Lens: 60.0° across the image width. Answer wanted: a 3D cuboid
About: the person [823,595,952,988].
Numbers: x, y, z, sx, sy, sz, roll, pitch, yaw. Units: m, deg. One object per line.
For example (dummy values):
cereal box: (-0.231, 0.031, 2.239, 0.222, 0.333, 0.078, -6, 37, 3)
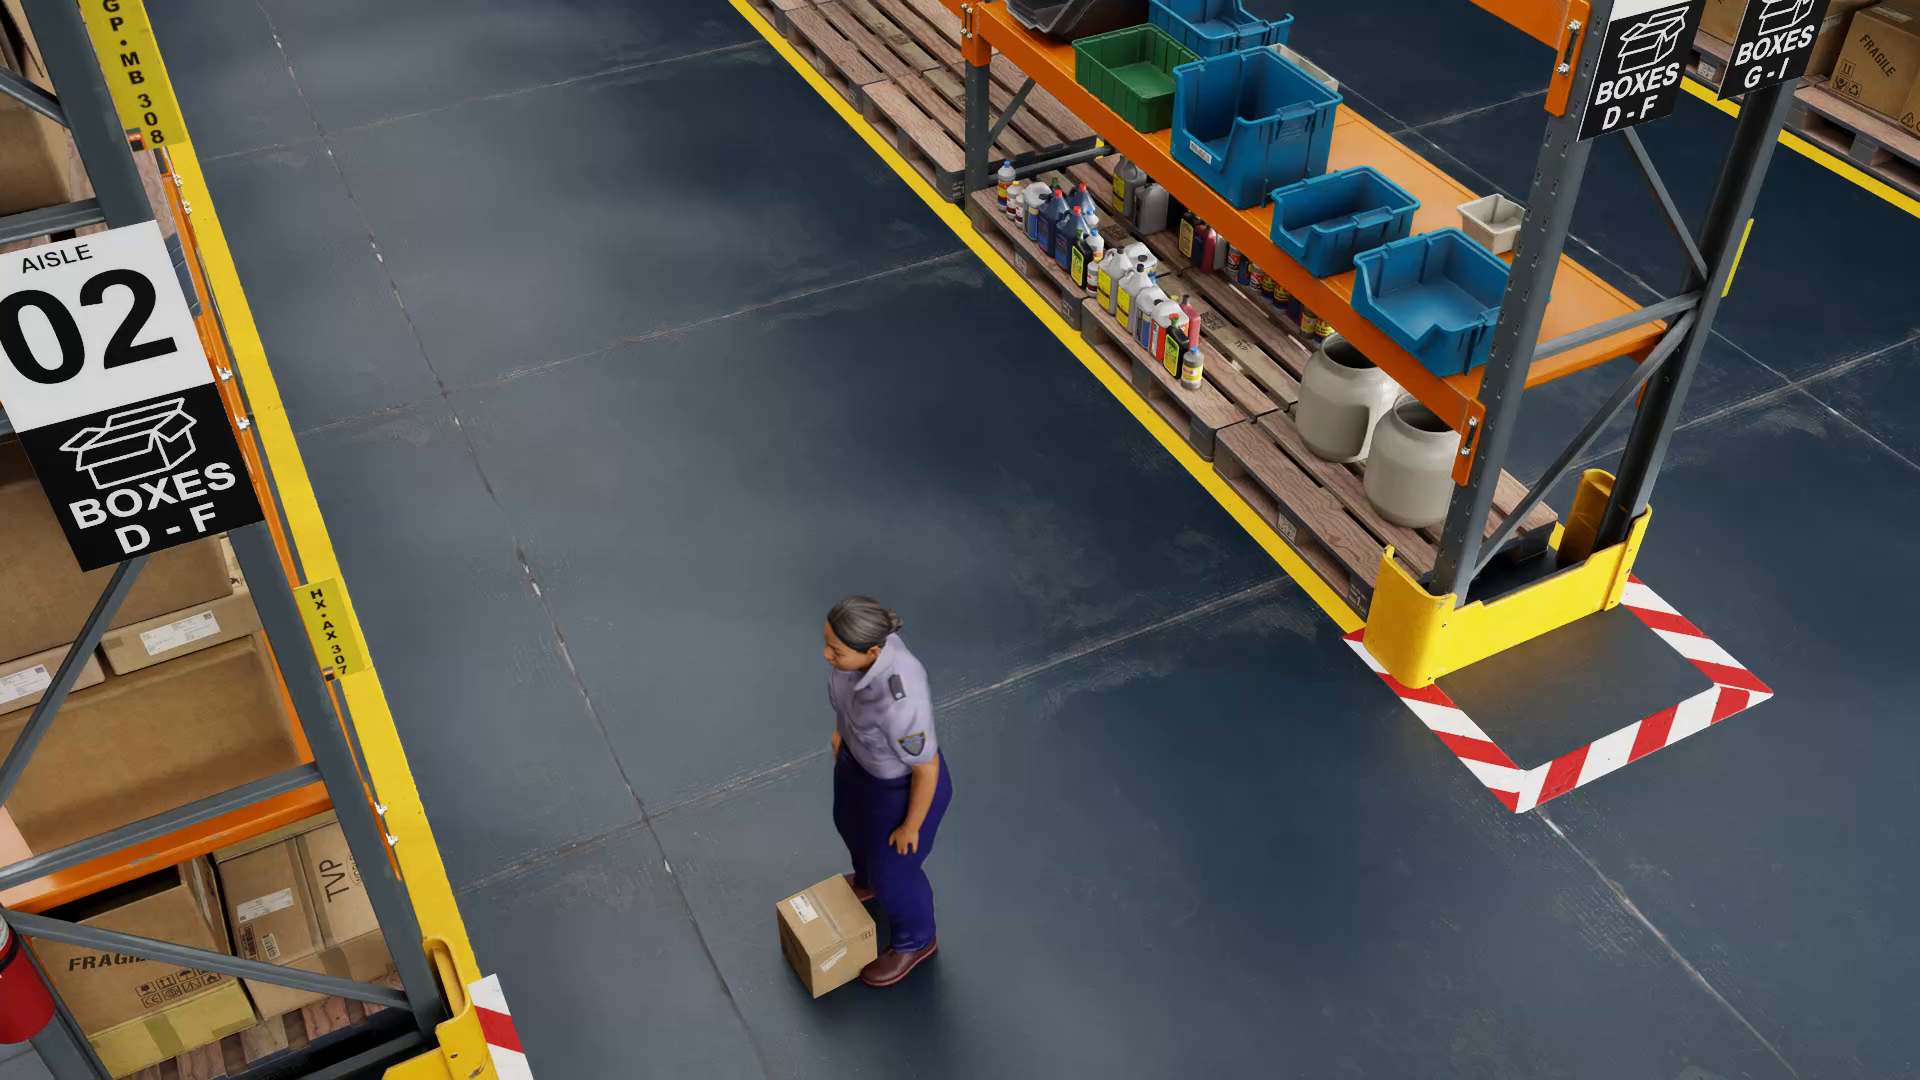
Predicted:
person: (-0.245, 0.755, 5.314, 0.367, 1.647, 0.547, -20, 45, -21)
